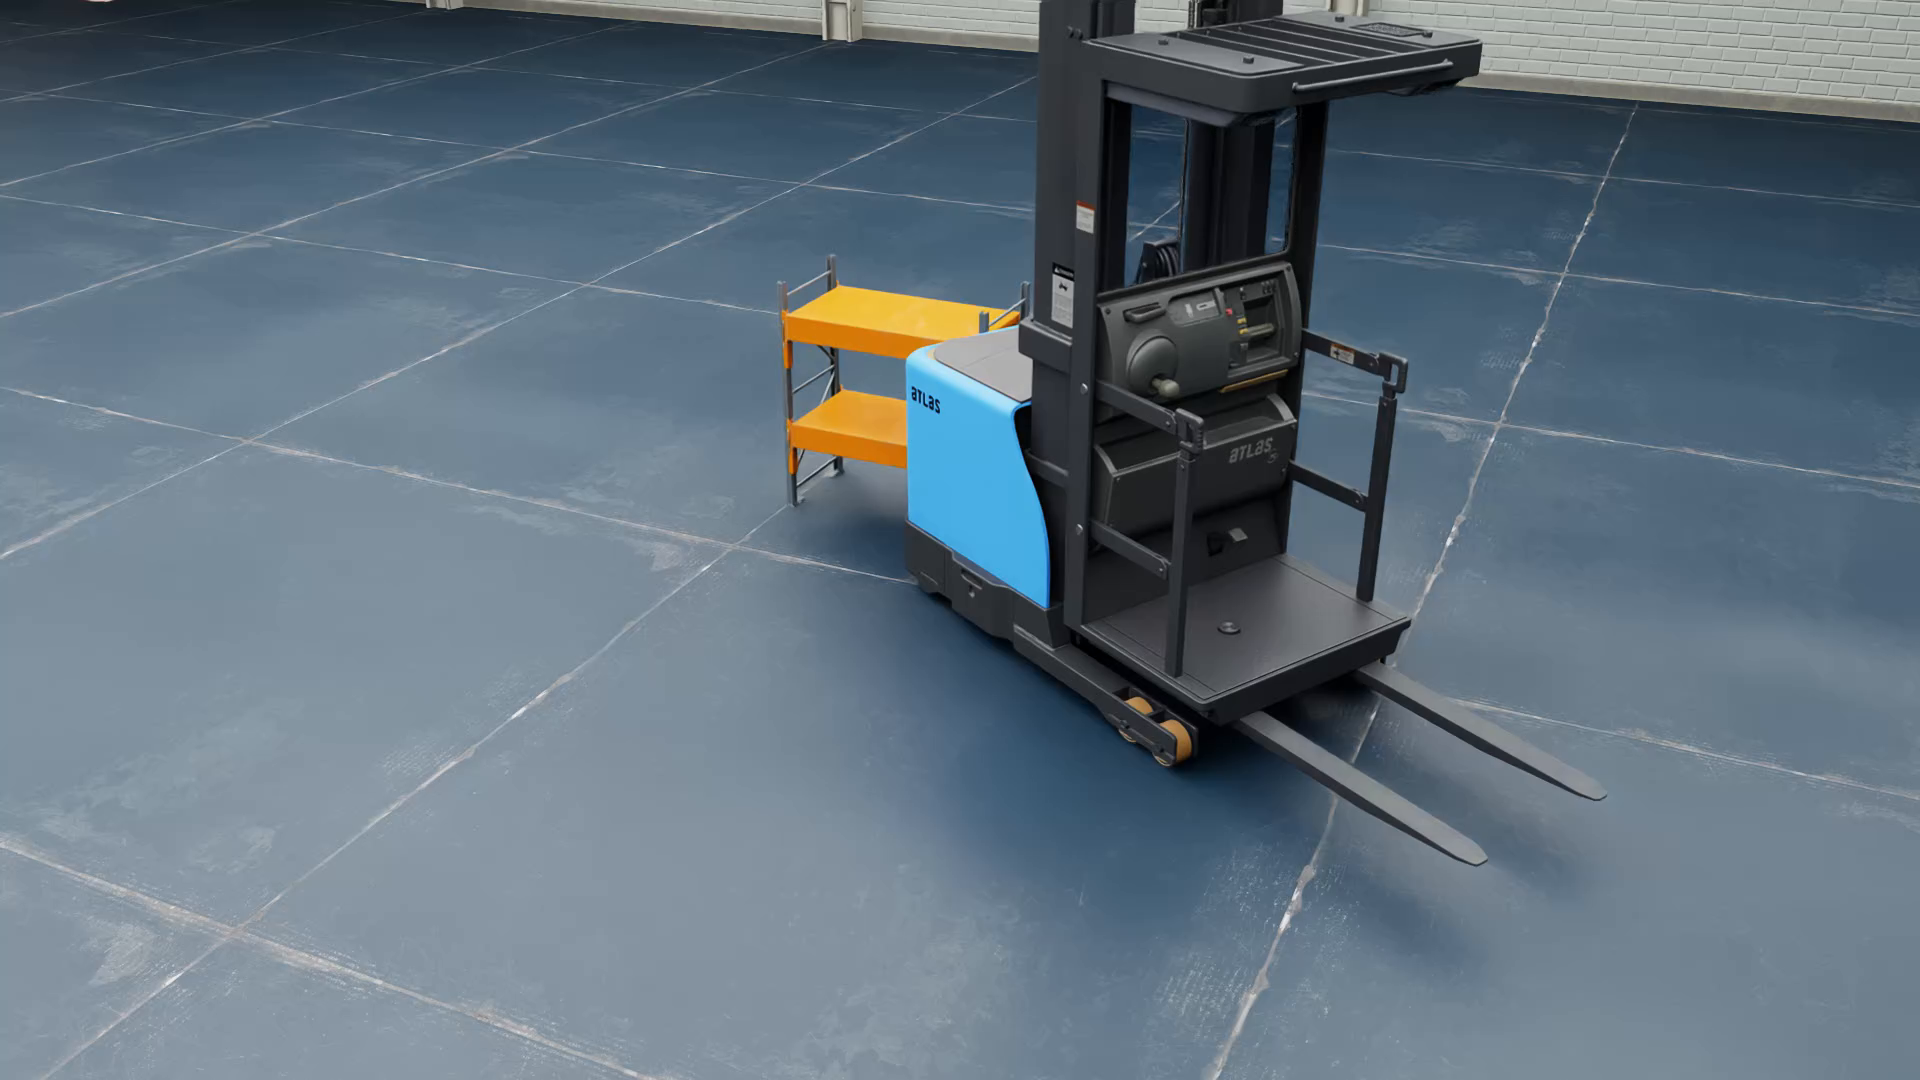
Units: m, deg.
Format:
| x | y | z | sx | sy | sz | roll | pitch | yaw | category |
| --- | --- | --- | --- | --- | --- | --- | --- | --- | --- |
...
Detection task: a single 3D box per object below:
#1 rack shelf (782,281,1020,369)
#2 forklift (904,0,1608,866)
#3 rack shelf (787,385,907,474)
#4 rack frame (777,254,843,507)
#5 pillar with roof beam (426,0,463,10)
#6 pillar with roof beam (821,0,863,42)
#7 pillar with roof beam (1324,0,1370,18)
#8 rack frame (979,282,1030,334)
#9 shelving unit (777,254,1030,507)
| x | y | z | sx | sy | sz | roll | pitch | yaw | category |
| --- | --- | --- | --- | --- | --- | --- | --- | --- | --- |
| -0.258 | -0.934 | 7.711 | 1.000 | 0.278 | 0.538 | 12 | 29 | 23 | rack shelf |
| 1.015 | -0.732 | 5.919 | 1.130 | 2.935 | 3.031 | -17 | 31 | -31 | forklift |
| -0.258 | -0.452 | 7.949 | 1.000 | 0.278 | 0.538 | 12 | 29 | 23 | rack shelf |
| -0.717 | -0.768 | 8.036 | 0.032 | 1.125 | 0.500 | 12 | 29 | 23 | rack frame |
| -8.650 | -9.426 | 16.708 | 0.400 | 9.000 | 9.100 | 11 | 28 | 22 | pillar with roof beam |
| -3.189 | -8.329 | 14.480 | 0.400 | 9.000 | 9.100 | 11 | 28 | 22 | pillar with roof beam |
| 2.273 | -7.232 | 12.252 | 0.400 | 9.000 | 9.100 | 11 | 28 | 22 | pillar with roof beam |
| 0.202 | -0.575 | 7.645 | 0.032 | 1.125 | 0.500 | 12 | 29 | 23 | rack frame |
| -0.258 | -0.672 | 7.841 | 1.048 | 1.125 | 0.538 | 12 | 29 | 23 | shelving unit |
